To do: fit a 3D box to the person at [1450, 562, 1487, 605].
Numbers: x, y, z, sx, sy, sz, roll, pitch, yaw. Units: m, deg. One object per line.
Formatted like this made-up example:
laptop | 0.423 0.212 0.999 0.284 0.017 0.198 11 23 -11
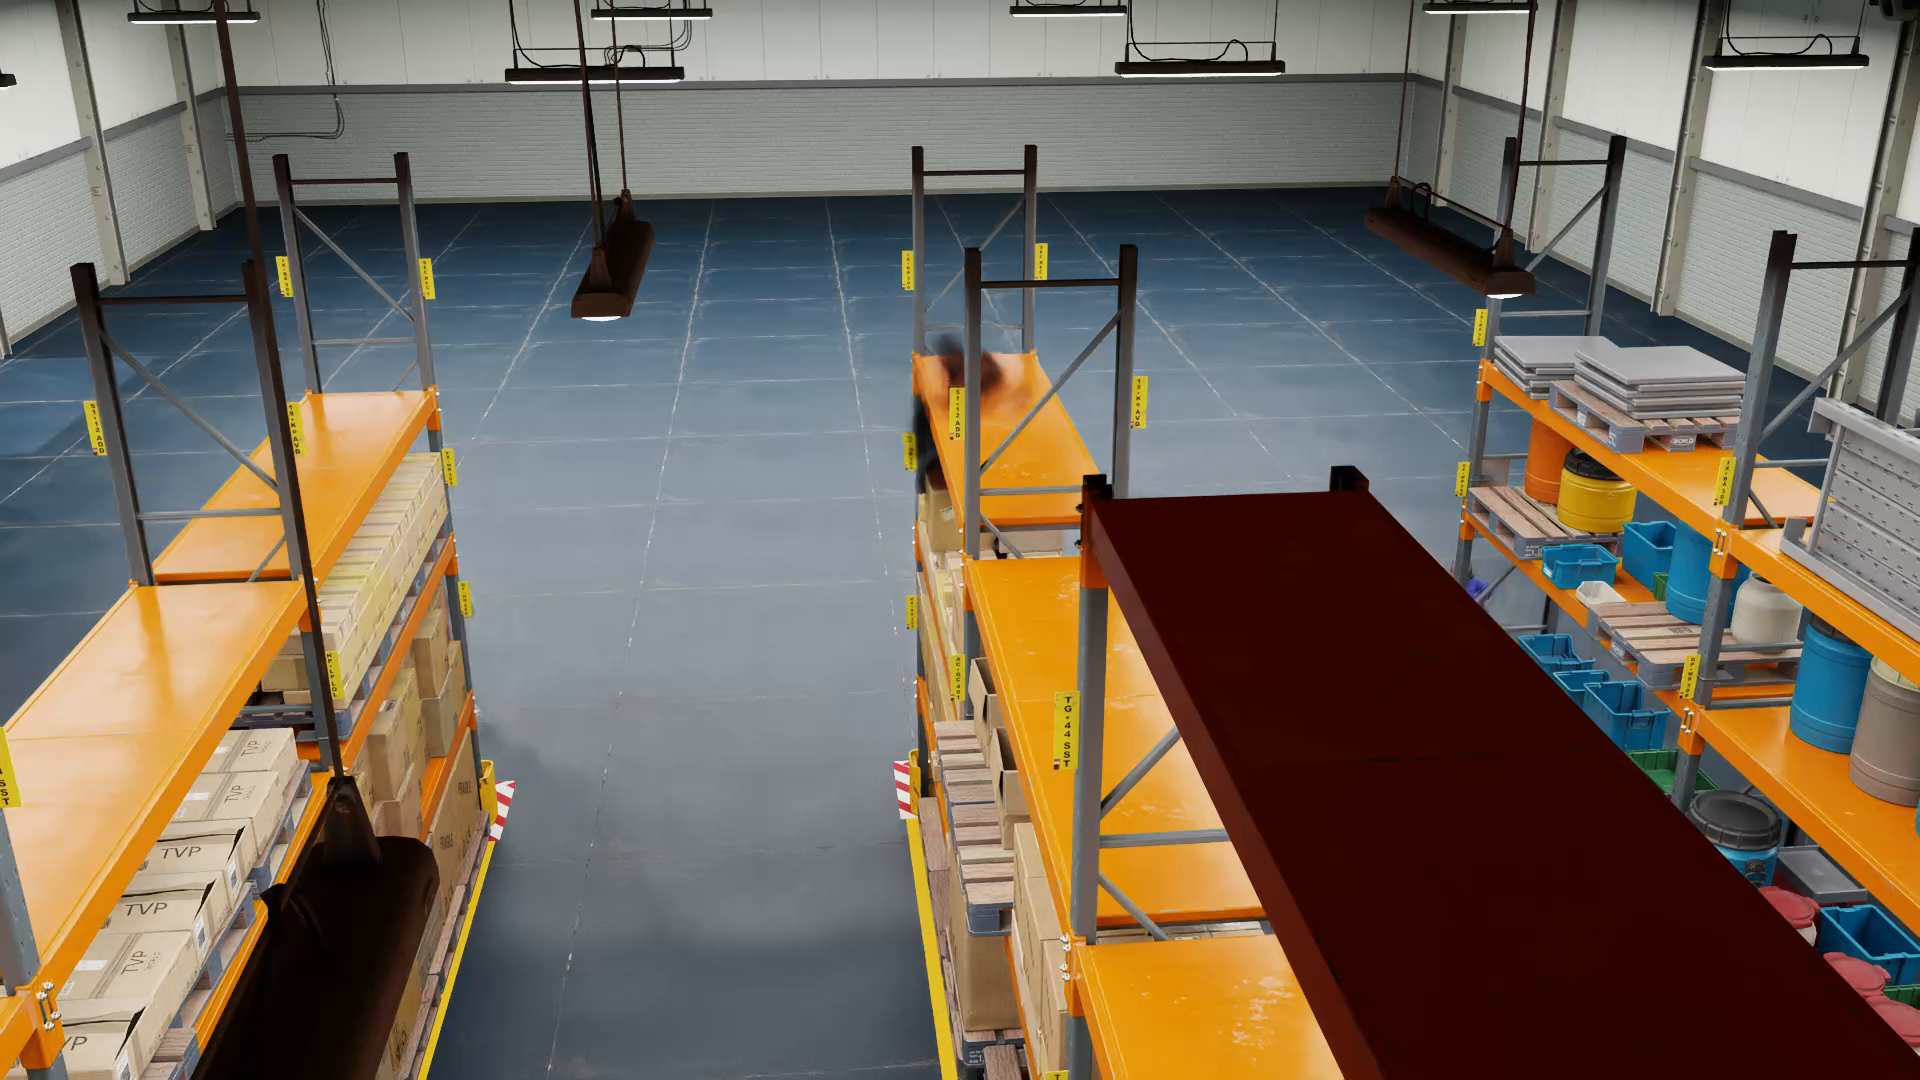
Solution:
person | 5.086 0.916 17.138 0.574 1.614 0.591 10 24 24
